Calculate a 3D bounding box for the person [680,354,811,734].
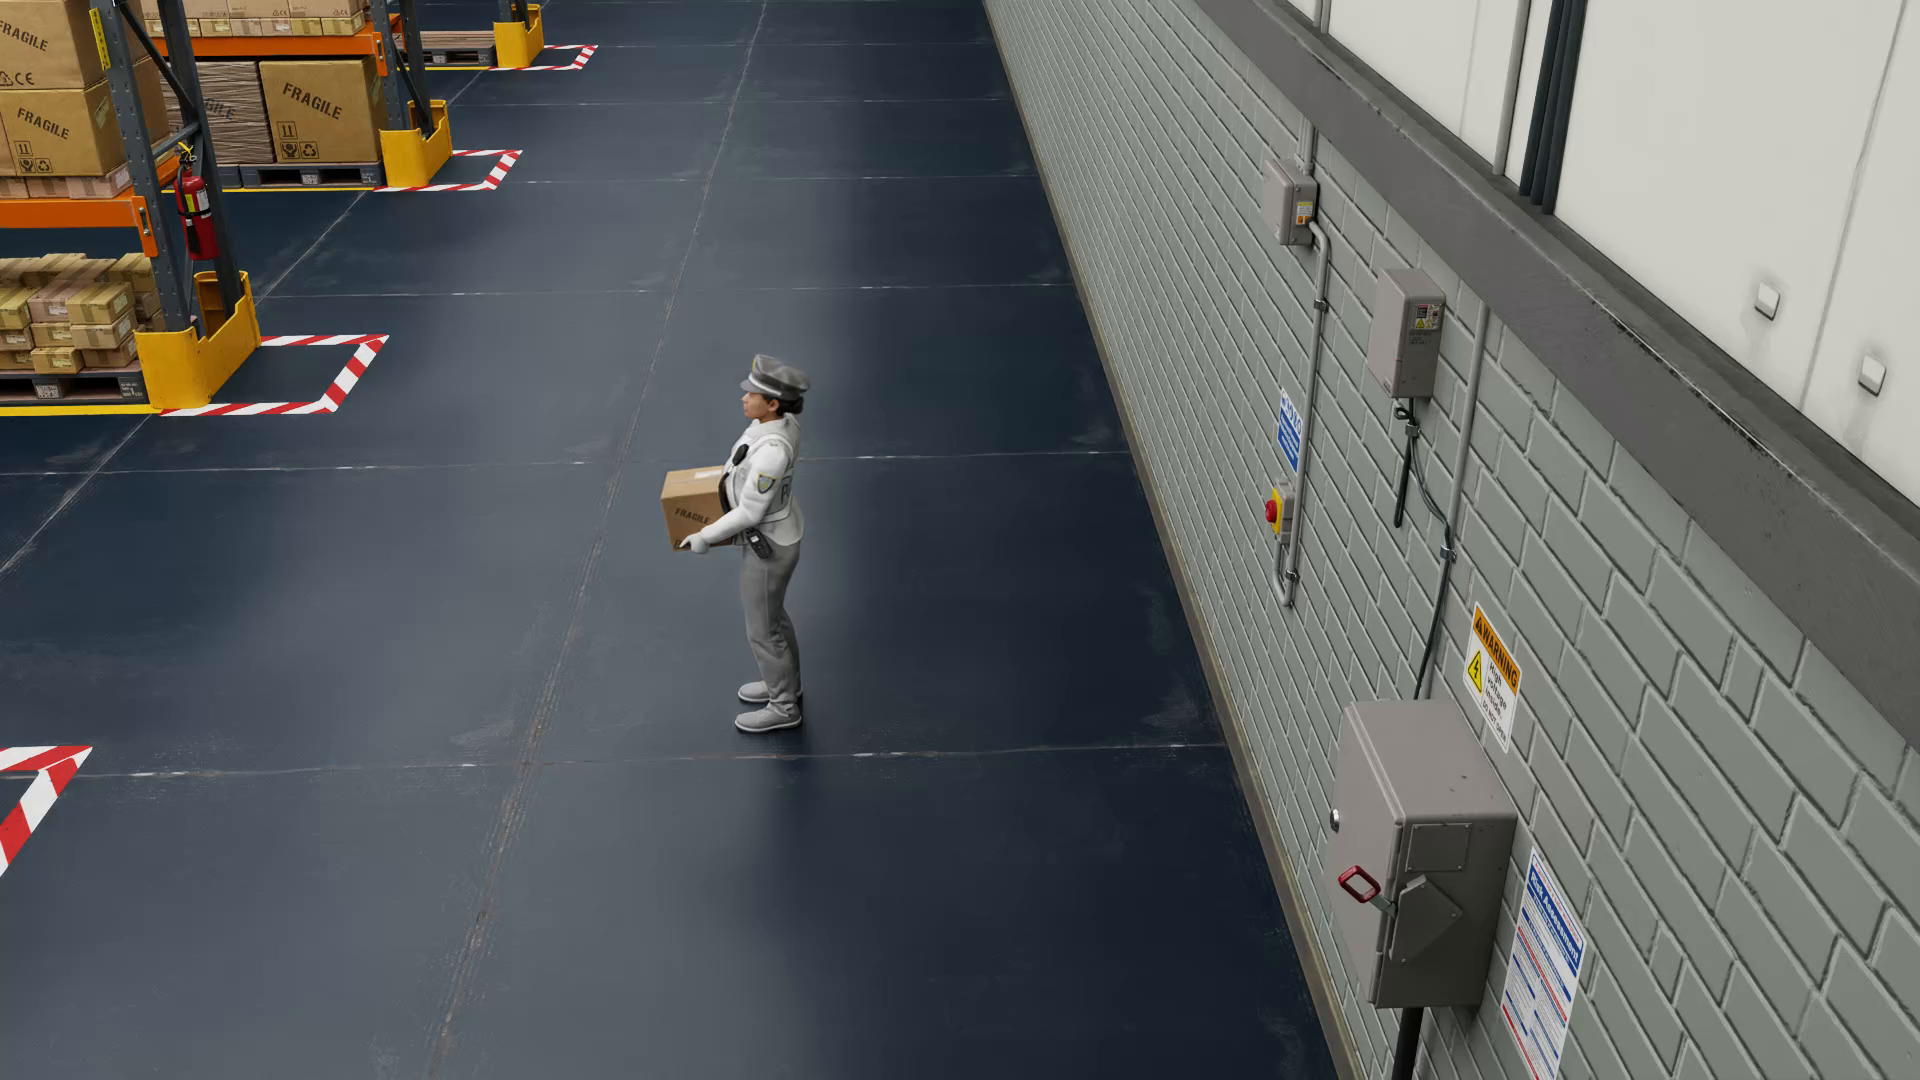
[{"bbox_3d":[-0.875,0.012,6.964,0.556,1.686,0.459,-1,28,-2],"label":"person"}]
